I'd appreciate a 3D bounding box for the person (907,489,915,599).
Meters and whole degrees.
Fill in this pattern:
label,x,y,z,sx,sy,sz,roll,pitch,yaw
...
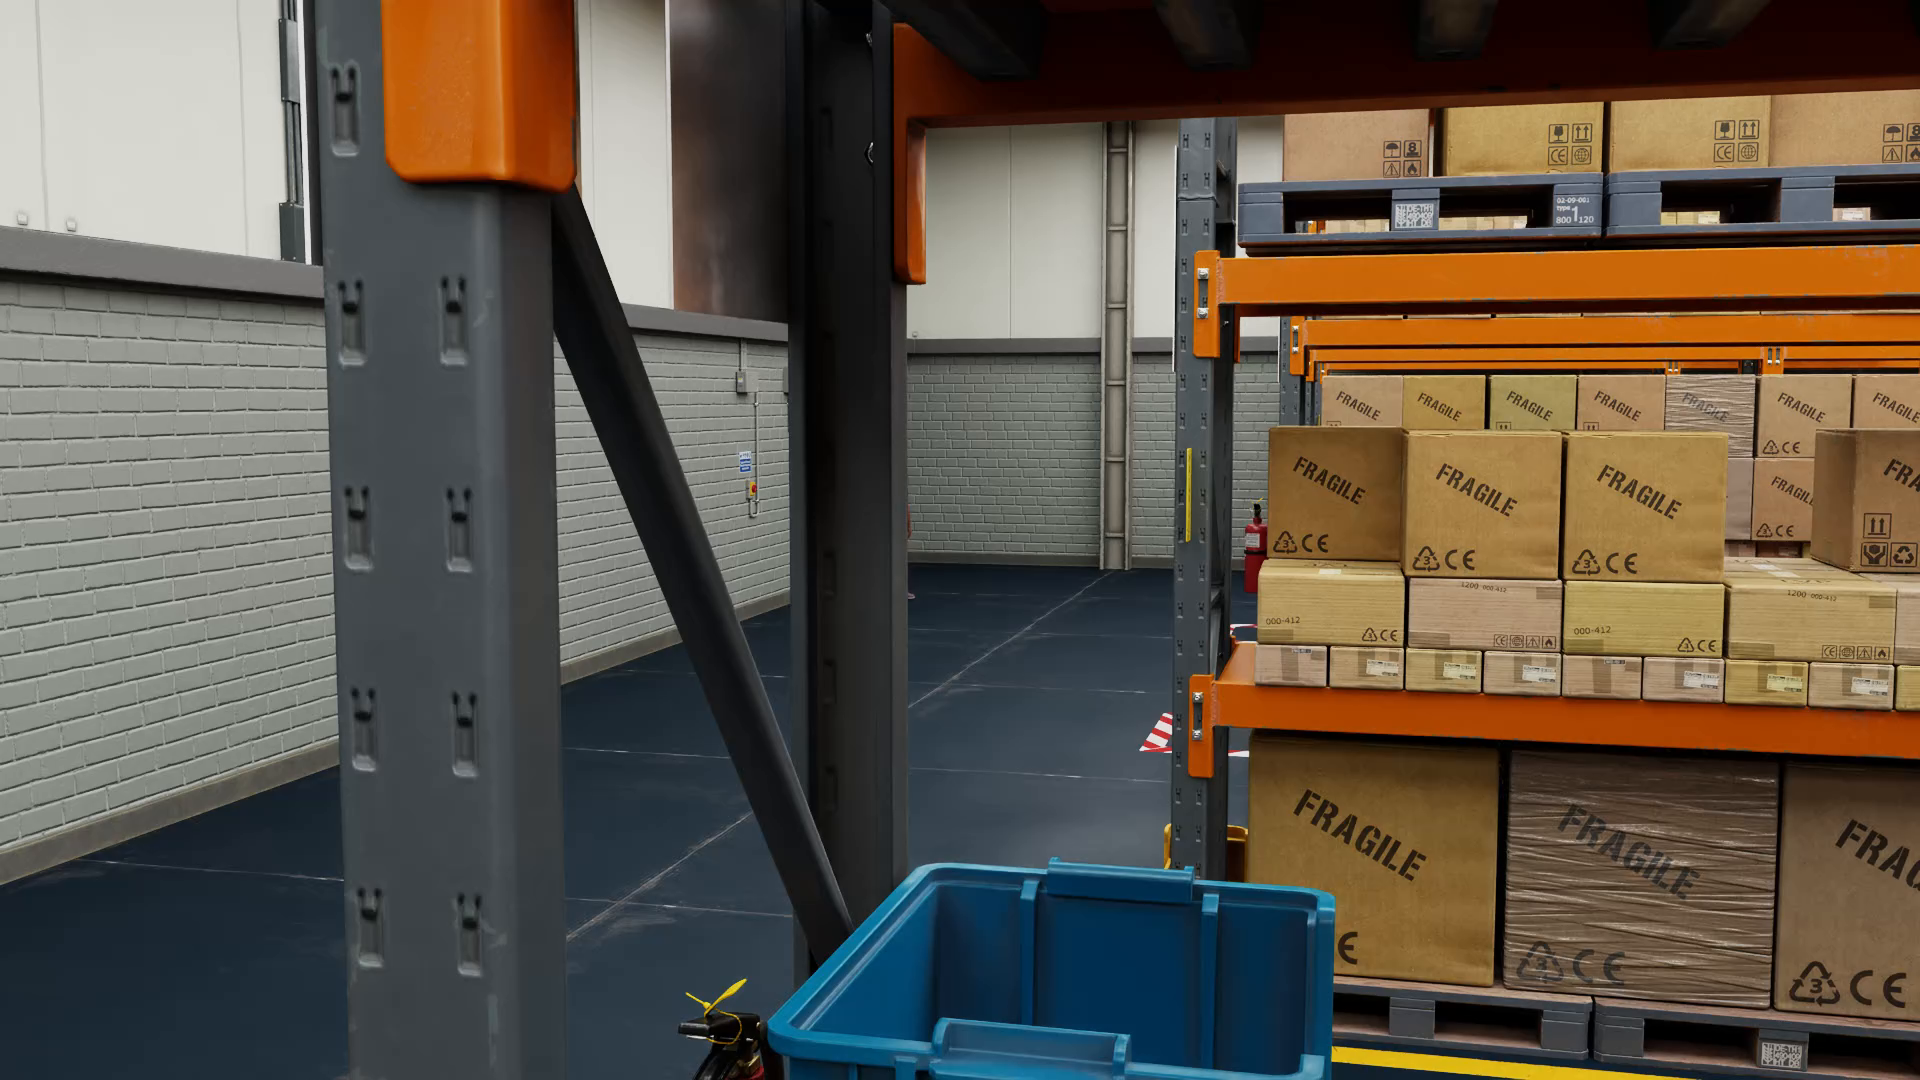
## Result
label,x,y,z,sx,sy,sz,roll,pitch,yaw
person,-0.790,-0.143,18.956,0.510,1.655,0.349,1,5,13
